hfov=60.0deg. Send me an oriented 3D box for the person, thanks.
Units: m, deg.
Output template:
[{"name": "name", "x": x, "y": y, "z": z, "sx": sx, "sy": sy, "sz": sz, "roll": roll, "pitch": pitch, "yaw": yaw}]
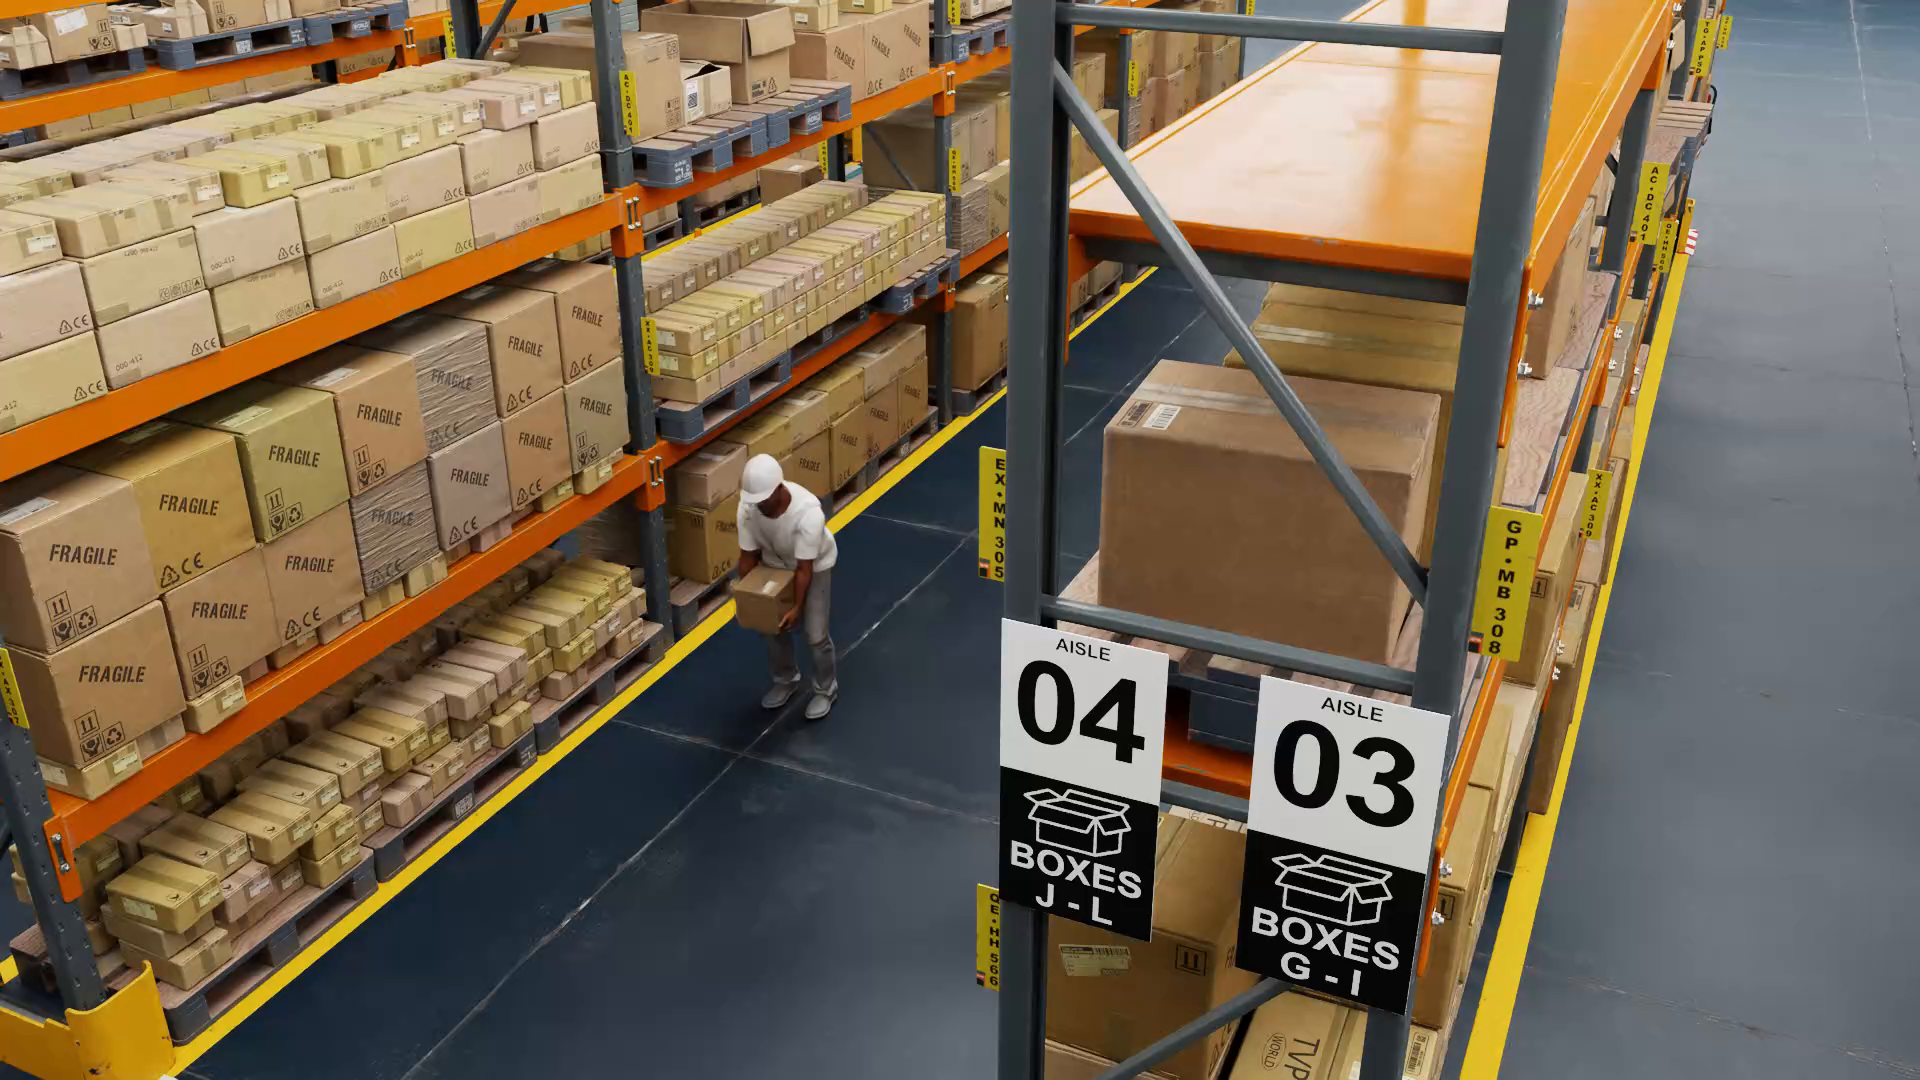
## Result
[{"name": "person", "x": -0.945, "y": 0.237, "z": 9.040, "sx": 0.483, "sy": 1.656, "sz": 0.695, "roll": 11, "pitch": 28, "yaw": 21}]
